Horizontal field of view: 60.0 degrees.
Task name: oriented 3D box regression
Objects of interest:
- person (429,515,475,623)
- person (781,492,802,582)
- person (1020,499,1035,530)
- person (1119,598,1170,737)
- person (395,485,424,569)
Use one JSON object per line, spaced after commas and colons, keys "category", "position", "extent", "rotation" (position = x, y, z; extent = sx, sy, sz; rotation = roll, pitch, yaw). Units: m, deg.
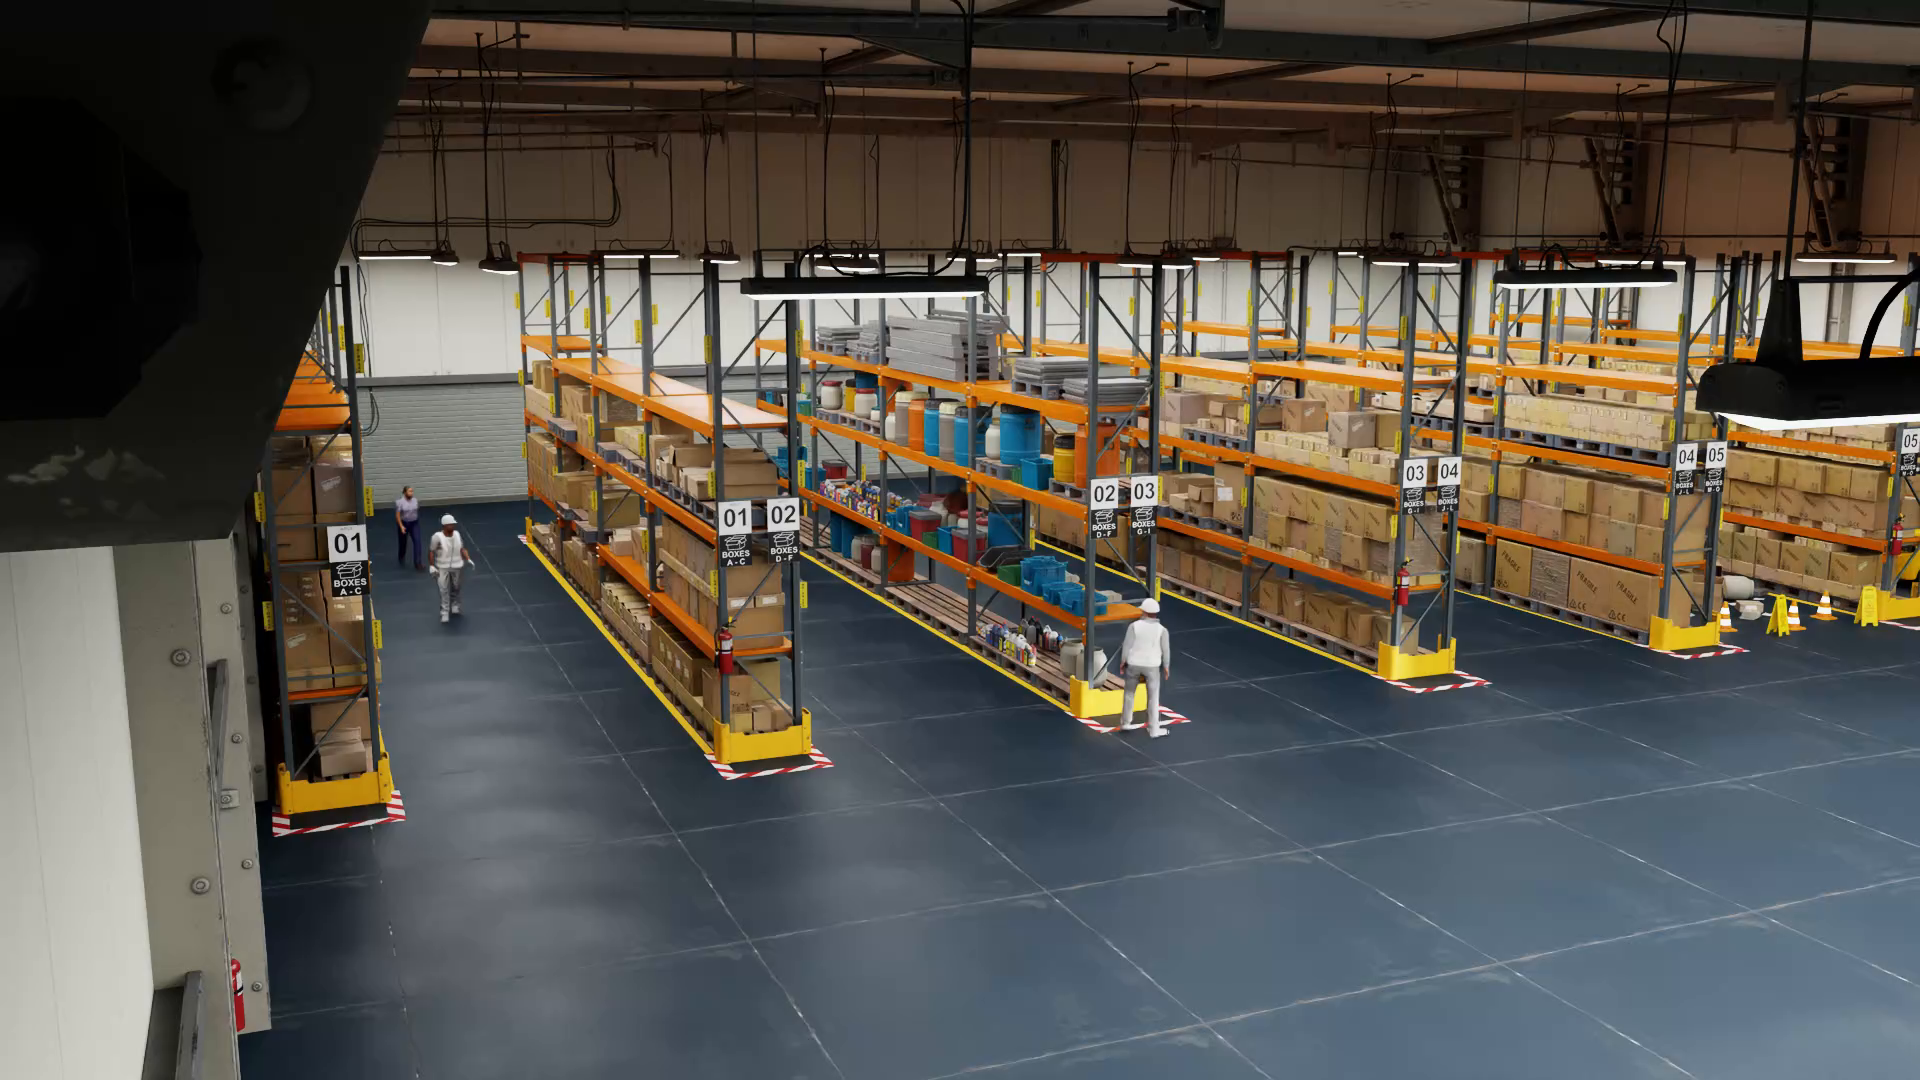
{"category": "person", "position": [-8.436, 0.443, 27.614], "extent": [0.724, 1.720, 1.050], "rotation": [-3, 11, -18]}
{"category": "person", "position": [-3.208, -0.042, 30.592], "extent": [0.545, 1.685, 1.032], "rotation": [-3, 11, -18]}
{"category": "person", "position": [1.082, 0.083, 29.285], "extent": [0.464, 1.659, 0.595], "rotation": [-8, 13, -36]}
{"category": "person", "position": [2.346, 1.633, 21.323], "extent": [0.674, 1.814, 0.474], "rotation": [4, 11, 19]}
{"category": "person", "position": [-10.639, -0.263, 32.043], "extent": [0.458, 1.606, 0.978], "rotation": [-6, 12, -28]}
